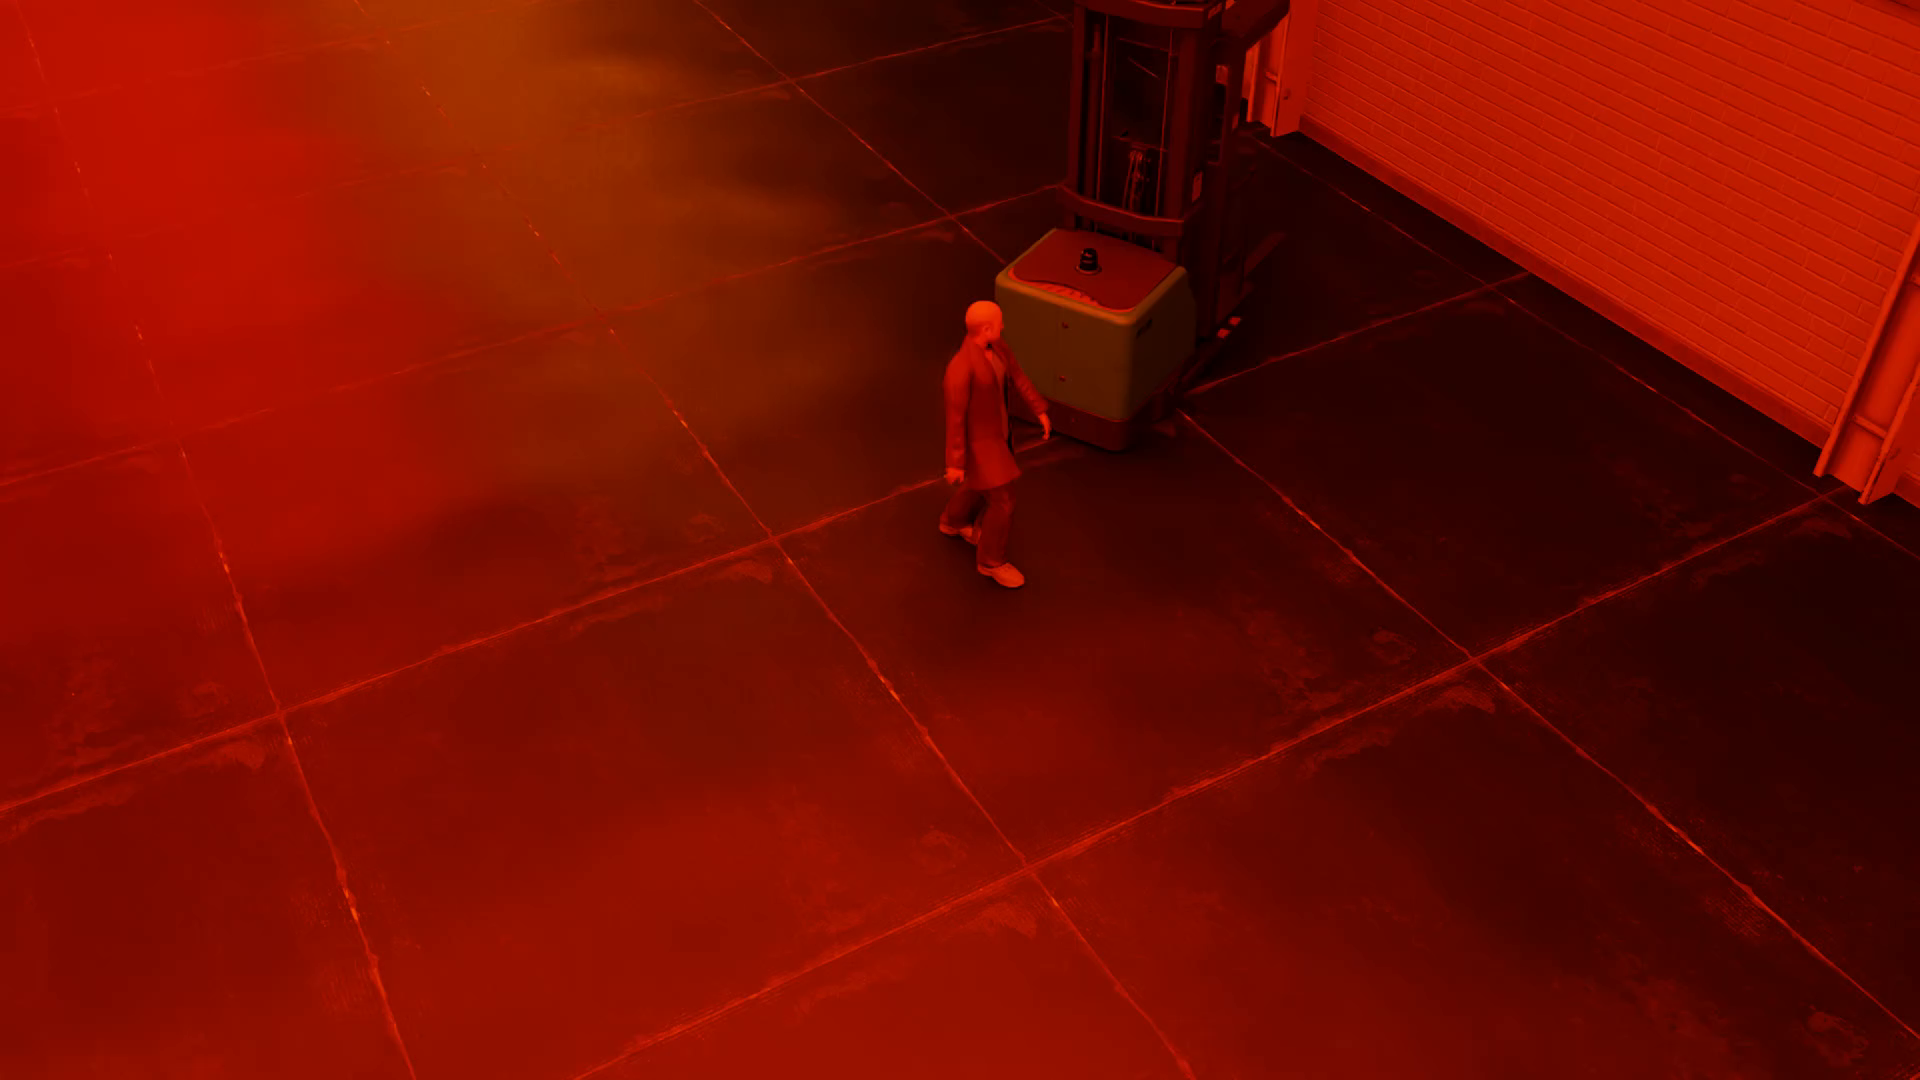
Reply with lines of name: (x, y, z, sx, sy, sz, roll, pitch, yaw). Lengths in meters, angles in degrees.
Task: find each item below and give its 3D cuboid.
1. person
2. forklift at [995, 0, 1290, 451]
person: (0.150, -0.591, 9.696, 0.683, 1.731, 0.677, 12, 41, 14)
forklift: (1.423, -2.603, 11.224, 1.129, 2.867, 3.031, 22, 44, 24)
